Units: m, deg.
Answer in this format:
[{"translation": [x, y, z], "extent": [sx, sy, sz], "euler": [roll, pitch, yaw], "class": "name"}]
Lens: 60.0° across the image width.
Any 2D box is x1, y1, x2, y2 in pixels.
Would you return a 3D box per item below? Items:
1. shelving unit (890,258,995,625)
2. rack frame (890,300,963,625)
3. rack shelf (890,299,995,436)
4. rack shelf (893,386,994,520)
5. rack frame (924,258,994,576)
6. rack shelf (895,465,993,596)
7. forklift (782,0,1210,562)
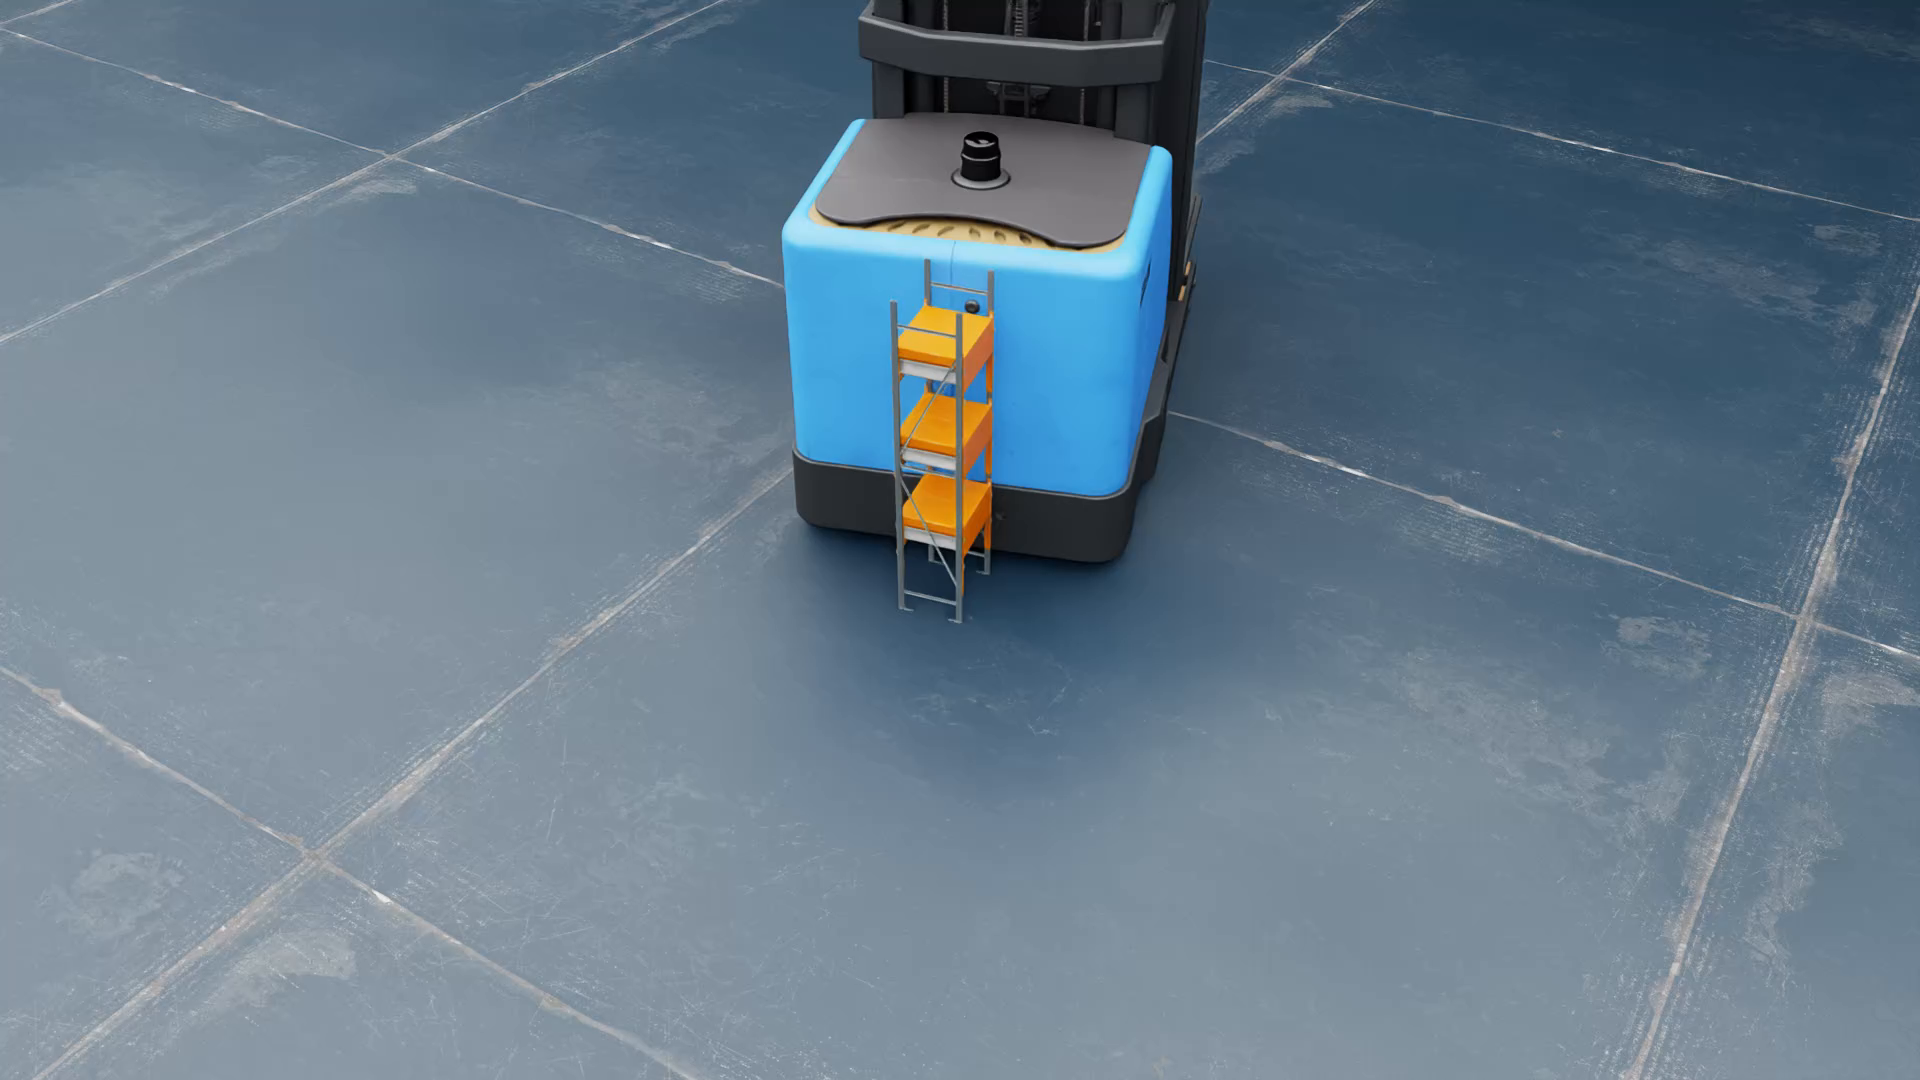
[{"translation": [-0.045, -0.258, 4.725], "extent": [0.215, 1.050, 0.252], "euler": [13, 39, 16], "class": "shelving unit"}, {"translation": [-0.088, -0.189, 4.635], "extent": [0.200, 1.050, 0.008], "euler": [13, 39, 16], "class": "rack frame"}, {"translation": [-0.045, -0.475, 4.558], "extent": [0.215, 0.259, 0.240], "euler": [13, 39, 16], "class": "rack shelf"}, {"translation": [-0.045, -0.250, 4.732], "extent": [0.215, 0.259, 0.240], "euler": [13, 39, 16], "class": "rack shelf"}, {"translation": [-0.003, -0.328, 4.816], "extent": [0.200, 1.050, 0.008], "euler": [13, 39, 16], "class": "rack frame"}, {"translation": [-0.045, -0.030, 4.901], "extent": [0.215, 0.259, 0.240], "euler": [13, 39, 16], "class": "rack shelf"}, {"translation": [0.299, -1.994, 5.436], "extent": [1.130, 2.935, 3.031], "euler": [8, 38, 10], "class": "forklift"}]
